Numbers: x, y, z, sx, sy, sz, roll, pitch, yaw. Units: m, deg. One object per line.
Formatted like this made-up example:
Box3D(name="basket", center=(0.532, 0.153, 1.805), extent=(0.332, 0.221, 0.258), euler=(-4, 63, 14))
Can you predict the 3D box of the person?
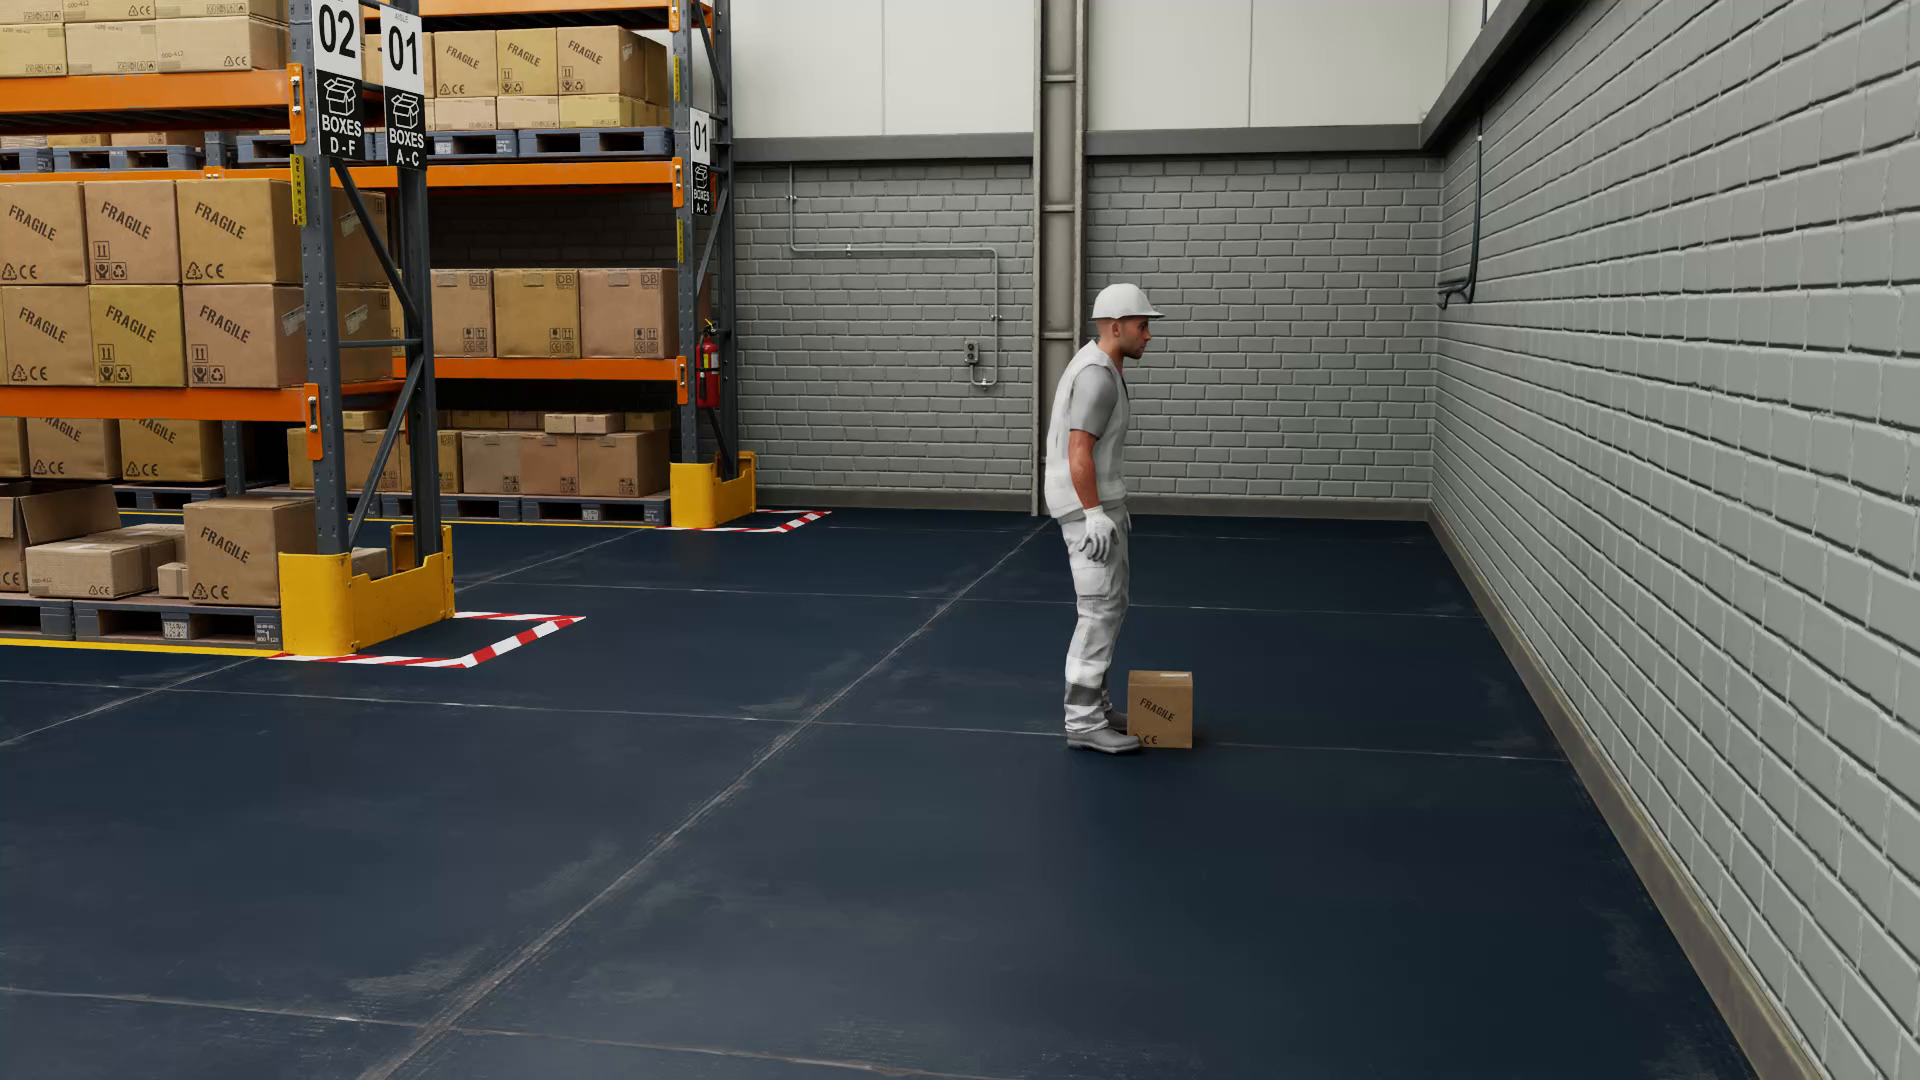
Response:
Box3D(name="person", center=(0.558, -0.098, 6.466), extent=(0.453, 1.778, 0.605), euler=(2, 8, 11))
